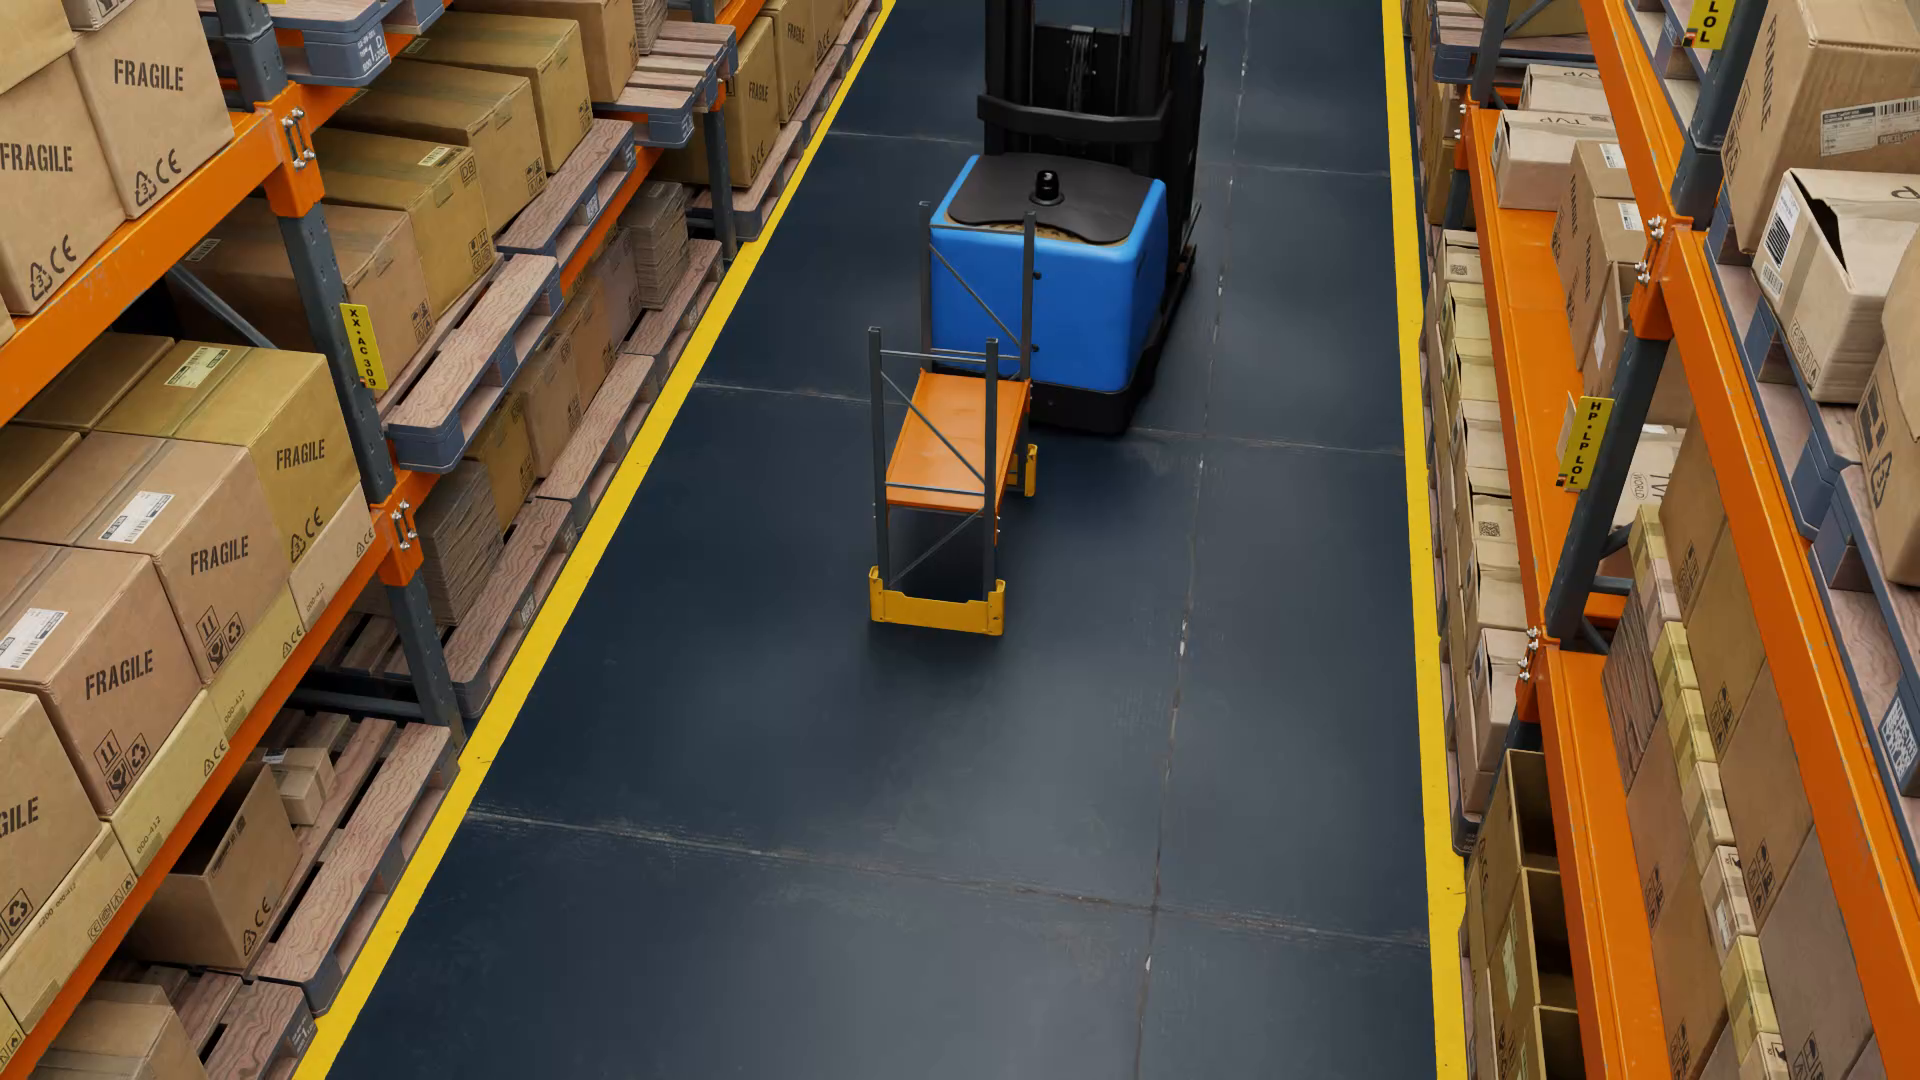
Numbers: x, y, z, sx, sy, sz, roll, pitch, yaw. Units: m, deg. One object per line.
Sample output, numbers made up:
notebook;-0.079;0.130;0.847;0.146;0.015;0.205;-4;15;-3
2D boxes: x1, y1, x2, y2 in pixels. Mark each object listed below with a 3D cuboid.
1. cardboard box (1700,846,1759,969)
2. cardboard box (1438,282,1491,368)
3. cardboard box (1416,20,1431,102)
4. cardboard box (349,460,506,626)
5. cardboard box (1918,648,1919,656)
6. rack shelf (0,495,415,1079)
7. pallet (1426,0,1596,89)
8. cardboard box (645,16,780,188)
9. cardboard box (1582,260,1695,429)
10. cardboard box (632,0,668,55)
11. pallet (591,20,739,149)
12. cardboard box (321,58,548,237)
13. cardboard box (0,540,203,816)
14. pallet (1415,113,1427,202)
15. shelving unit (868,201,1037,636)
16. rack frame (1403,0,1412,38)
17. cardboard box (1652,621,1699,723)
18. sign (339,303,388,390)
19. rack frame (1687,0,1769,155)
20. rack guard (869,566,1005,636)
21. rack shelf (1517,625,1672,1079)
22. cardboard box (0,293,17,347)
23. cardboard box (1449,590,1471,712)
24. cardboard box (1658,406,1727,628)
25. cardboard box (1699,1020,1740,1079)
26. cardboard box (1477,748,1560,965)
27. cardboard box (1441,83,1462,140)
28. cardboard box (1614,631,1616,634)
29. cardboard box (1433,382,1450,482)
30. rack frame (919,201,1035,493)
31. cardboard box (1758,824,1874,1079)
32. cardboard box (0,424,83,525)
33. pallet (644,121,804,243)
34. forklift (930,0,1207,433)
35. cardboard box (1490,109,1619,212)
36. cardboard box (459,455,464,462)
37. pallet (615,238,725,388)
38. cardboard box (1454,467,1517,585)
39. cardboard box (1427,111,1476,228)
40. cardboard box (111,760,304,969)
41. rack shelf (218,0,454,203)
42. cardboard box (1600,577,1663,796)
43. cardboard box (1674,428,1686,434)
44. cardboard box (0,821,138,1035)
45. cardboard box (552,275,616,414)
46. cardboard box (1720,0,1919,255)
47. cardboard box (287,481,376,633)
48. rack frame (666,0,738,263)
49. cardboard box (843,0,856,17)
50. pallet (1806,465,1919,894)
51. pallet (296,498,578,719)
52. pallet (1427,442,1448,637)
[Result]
cardboard box;1.919;0.854;3.775;0.380;0.149;0.250;5;40;6
cardboard box;2.605;-1.015;8.012;0.500;0.311;0.500;5;40;7
cardboard box;3.261;-3.115;10.780;0.500;0.500;0.500;7;40;8
cardboard box;-2.393;-0.027;7.045;0.700;0.500;0.500;8;40;9
cardboard box;1.719;0.259;2.360;0.500;0.311;0.500;11;41;13
rack shelf;-2.850;1.175;4.539;1.077;0.370;4.000;6;40;8
pallet;3.116;-2.683;8.792;1.213;0.211;1.003;6;40;8
cardboard box;-1.556;-2.648;9.956;0.750;0.750;0.750;6;40;7
cardboard box;2.615;-0.663;6.119;0.500;0.500;0.500;9;40;11
cardboard box;-1.884;-2.780;8.334;0.700;0.500;0.500;2;40;2
pallet;-1.831;-2.335;8.370;1.213;0.211;1.003;6;40;8
cardboard box;-2.196;-1.648;6.965;0.700;0.500;0.500;12;41;14
cardboard box;-2.460;0.363;4.470;0.500;0.500;0.500;5;40;6
pallet;3.447;-2.477;10.580;1.003;0.211;1.213;6;40;8
shelving unit;-0.013;-0.530;7.214;0.587;1.500;1.083;6;40;8
rack frame;3.760;-4.834;11.243;1.000;3.000;0.127;6;40;8
cardboard box;2.052;0.365;4.367;0.380;0.149;0.250;5;40;7
sign;-1.969;-0.636;5.486;0.100;0.325;0.005;6;40;8
rack frame;2.375;-2.126;3.259;1.000;3.000;0.127;6;40;8
rack guard;-0.099;0.264;7.234;0.587;0.250;0.087;6;40;8
rack shelf;2.029;1.719;3.881;1.077;0.370;4.000;6;40;8
cardboard box;-2.507;-0.548;3.610;0.500;0.500;0.500;5;40;6
cardboard box;2.251;0.475;6.650;0.500;0.250;0.500;6;40;7
cardboard box;2.305;-0.073;4.387;0.700;0.500;0.500;7;40;8
cardboard box;2.042;1.395;3.630;0.700;0.500;0.500;8;40;9
cardboard box;1.987;1.052;5.363;0.500;0.500;0.500;6;40;8
cardboard box;3.004;-2.468;9.409;0.500;0.250;0.500;8;40;9
cardboard box;2.784;0.323;6.394;0.500;0.311;0.500;6;40;7
cardboard box;2.517;-0.487;7.813;0.500;0.250;0.500;5;40;6
rack frame;0.073;-0.844;7.593;0.500;1.500;0.032;6;40;8
cardboard box;2.044;0.872;3.245;0.700;0.500;0.500;6;40;8
cardboard box;-2.885;0.000;4.910;0.500;0.500;0.500;6;40;7
pallet;-1.601;-2.279;10.341;1.003;0.211;1.213;6;40;8
forklift;0.734;-2.609;8.606;1.130;2.935;3.031;11;41;13
cardboard box;2.722;-1.750;7.582;0.500;0.311;0.500;6;40;7
cardboard box;-2.321;-0.593;7.141;0.500;0.250;0.500;6;40;7
pallet;-1.949;-1.303;9.160;1.003;0.211;1.213;6;40;8
cardboard box;2.336;-0.058;6.854;0.500;0.311;0.500;6;40;8
cardboard box;2.998;-2.143;9.604;0.500;0.500;0.500;8;40;9
cardboard box;-2.645;1.092;5.691;0.500;0.500;0.500;4;40;4
rack shelf;-2.158;-2.491;6.620;1.077;0.370;4.000;6;40;8
cardboard box;2.305;0.427;4.801;0.700;0.500;0.500;5;40;7
cardboard box;2.730;-0.250;5.896;0.380;0.149;0.250;6;40;8
cardboard box;-2.540;0.968;4.327;0.500;0.250;0.500;7;40;8
cardboard box;-2.147;-0.991;8.211;0.700;0.500;0.500;6;40;7
cardboard box;2.028;-0.937;3.657;0.500;0.500;0.500;10;41;11
cardboard box;-2.288;0.023;5.470;0.500;0.250;0.500;6;40;8
rack frame;-1.812;-2.868;8.864;1.000;3.000;0.127;6;40;8
cardboard box;-1.104;-4.289;11.941;0.750;0.750;0.750;7;40;8
pallet;2.040;0.366;2.669;1.003;0.211;1.213;6;40;8
pallet;-2.371;0.229;7.308;1.003;0.211;1.213;6;40;8
pallet;2.673;0.027;7.552;1.003;0.211;1.213;6;40;8
